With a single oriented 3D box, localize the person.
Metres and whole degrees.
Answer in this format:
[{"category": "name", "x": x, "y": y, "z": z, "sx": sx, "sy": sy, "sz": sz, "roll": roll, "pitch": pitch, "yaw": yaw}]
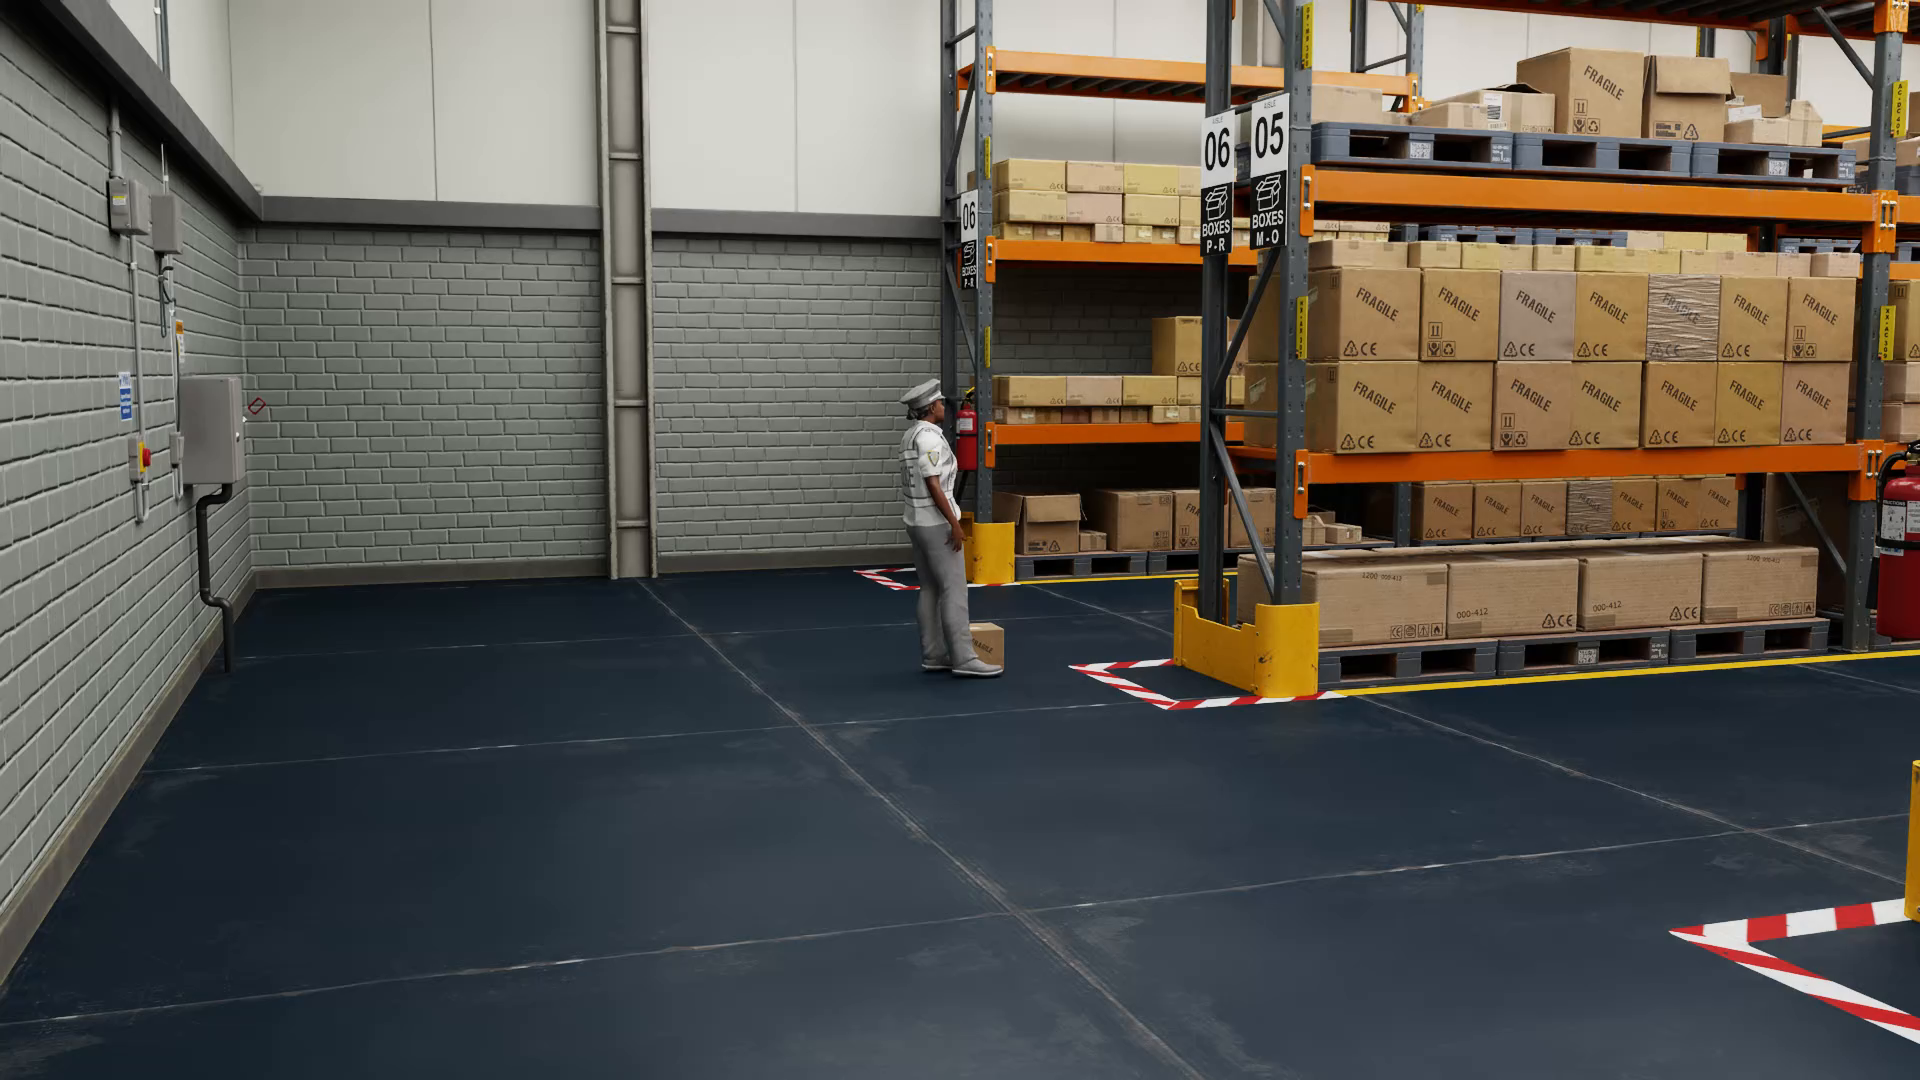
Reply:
[{"category": "person", "x": -0.080, "y": -0.081, "z": 9.614, "sx": 0.529, "sy": 1.692, "sz": 0.569, "roll": -2, "pitch": 6, "yaw": -19}]
